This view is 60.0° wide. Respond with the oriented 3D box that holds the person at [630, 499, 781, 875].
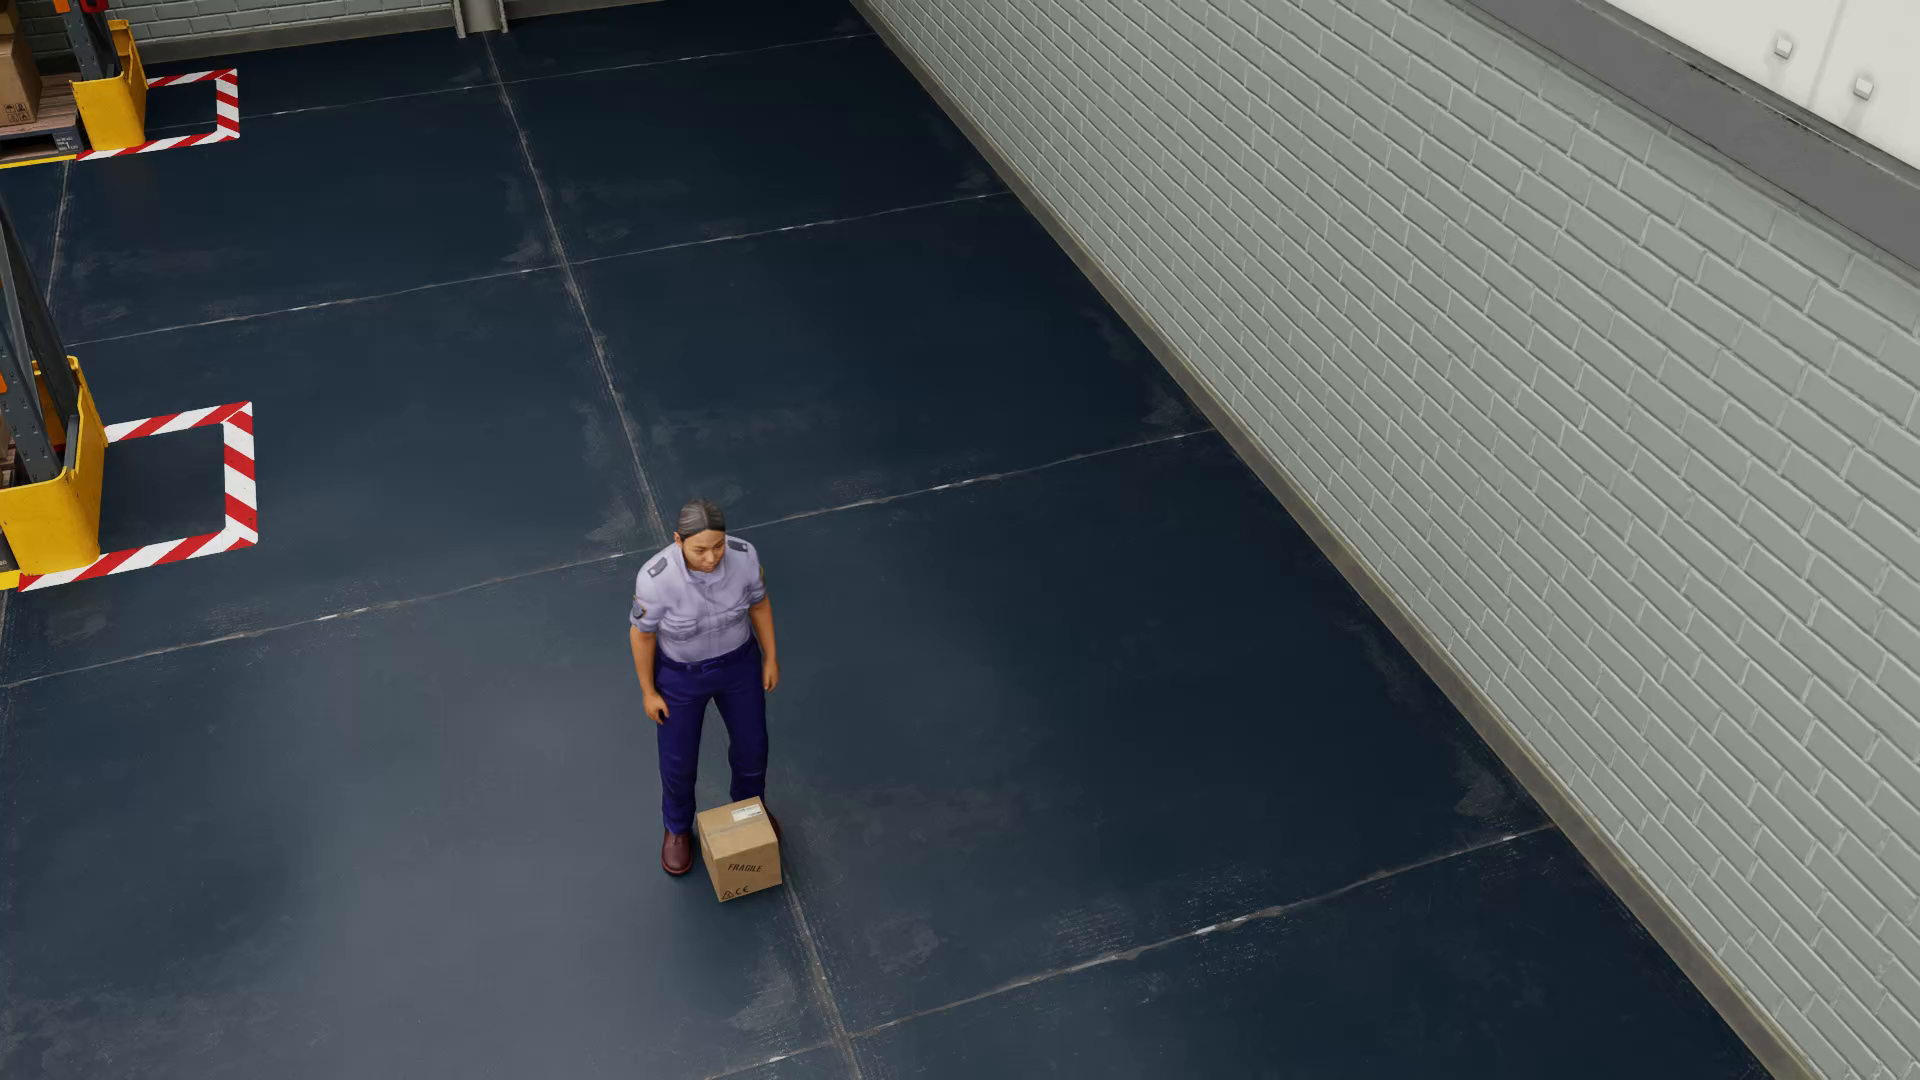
[{"bbox_3d":[-0.933,0.512,6.132,0.564,1.652,0.335,-15,40,-18],"label":"person"}]
